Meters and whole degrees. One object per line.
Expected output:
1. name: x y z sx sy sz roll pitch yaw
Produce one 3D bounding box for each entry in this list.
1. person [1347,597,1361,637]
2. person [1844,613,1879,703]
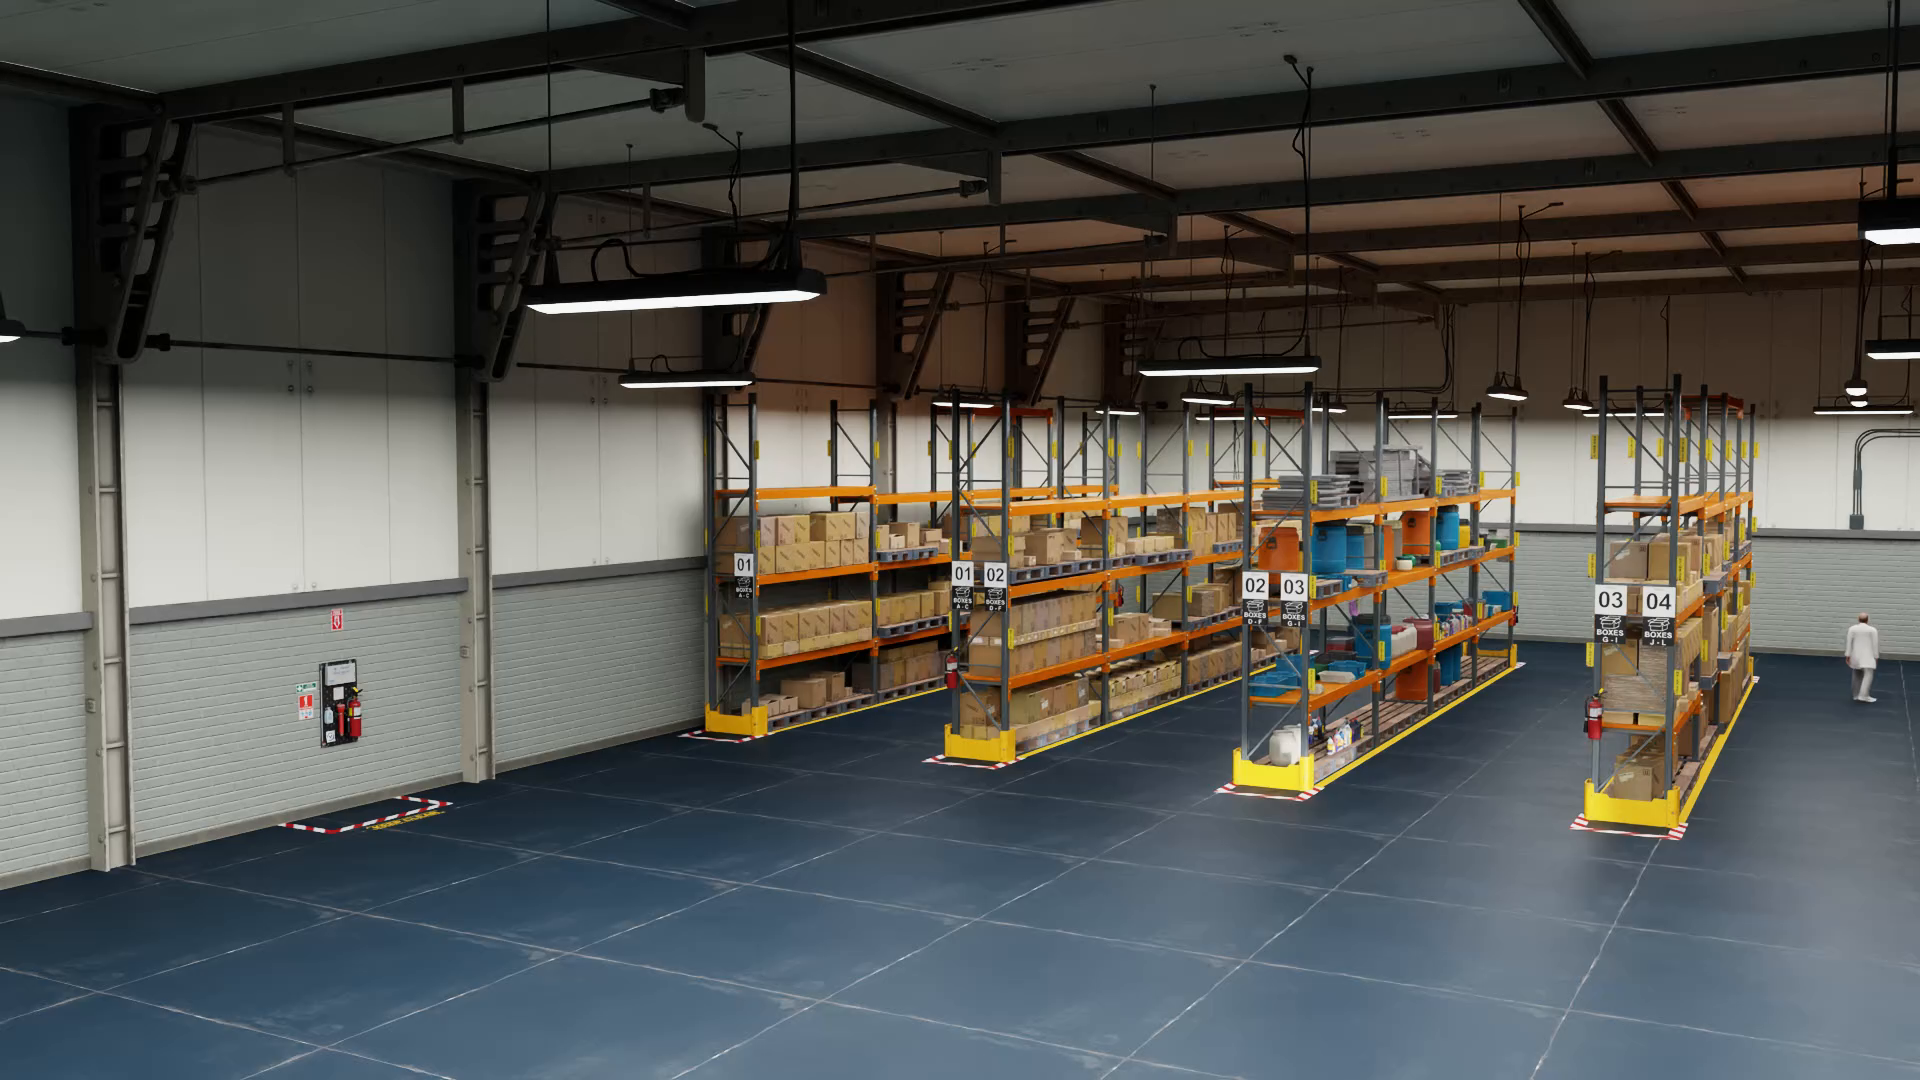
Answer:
1. person: 10.087 1.920 42.209 0.760 1.566 0.408 0 3 3
2. person: 18.003 2.333 33.174 0.625 1.776 0.840 3 4 41
